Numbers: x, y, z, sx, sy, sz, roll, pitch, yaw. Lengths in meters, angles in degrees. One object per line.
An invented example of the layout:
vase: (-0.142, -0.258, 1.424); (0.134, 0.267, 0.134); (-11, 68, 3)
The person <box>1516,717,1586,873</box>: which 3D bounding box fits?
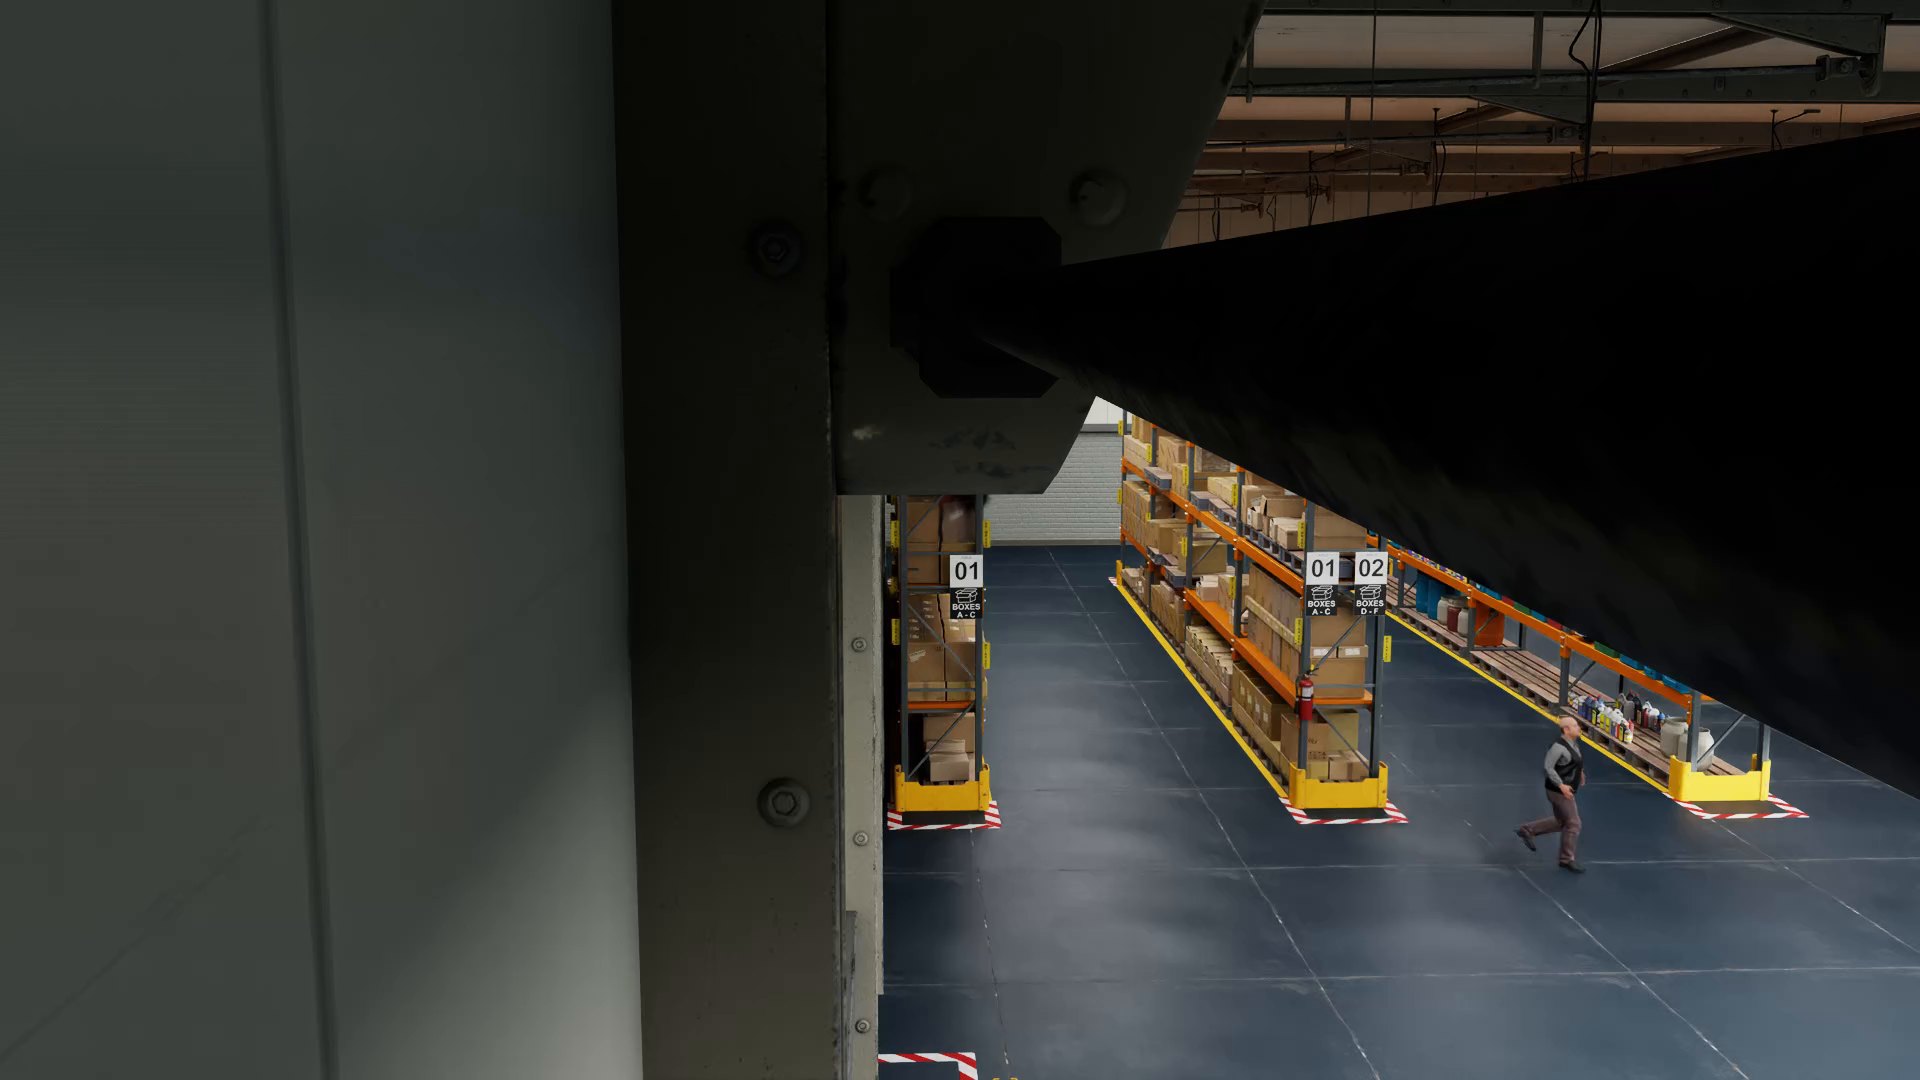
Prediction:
person: (6.597, 2.784, 18.465); (0.783, 1.730, 0.662); (5, 10, 30)
